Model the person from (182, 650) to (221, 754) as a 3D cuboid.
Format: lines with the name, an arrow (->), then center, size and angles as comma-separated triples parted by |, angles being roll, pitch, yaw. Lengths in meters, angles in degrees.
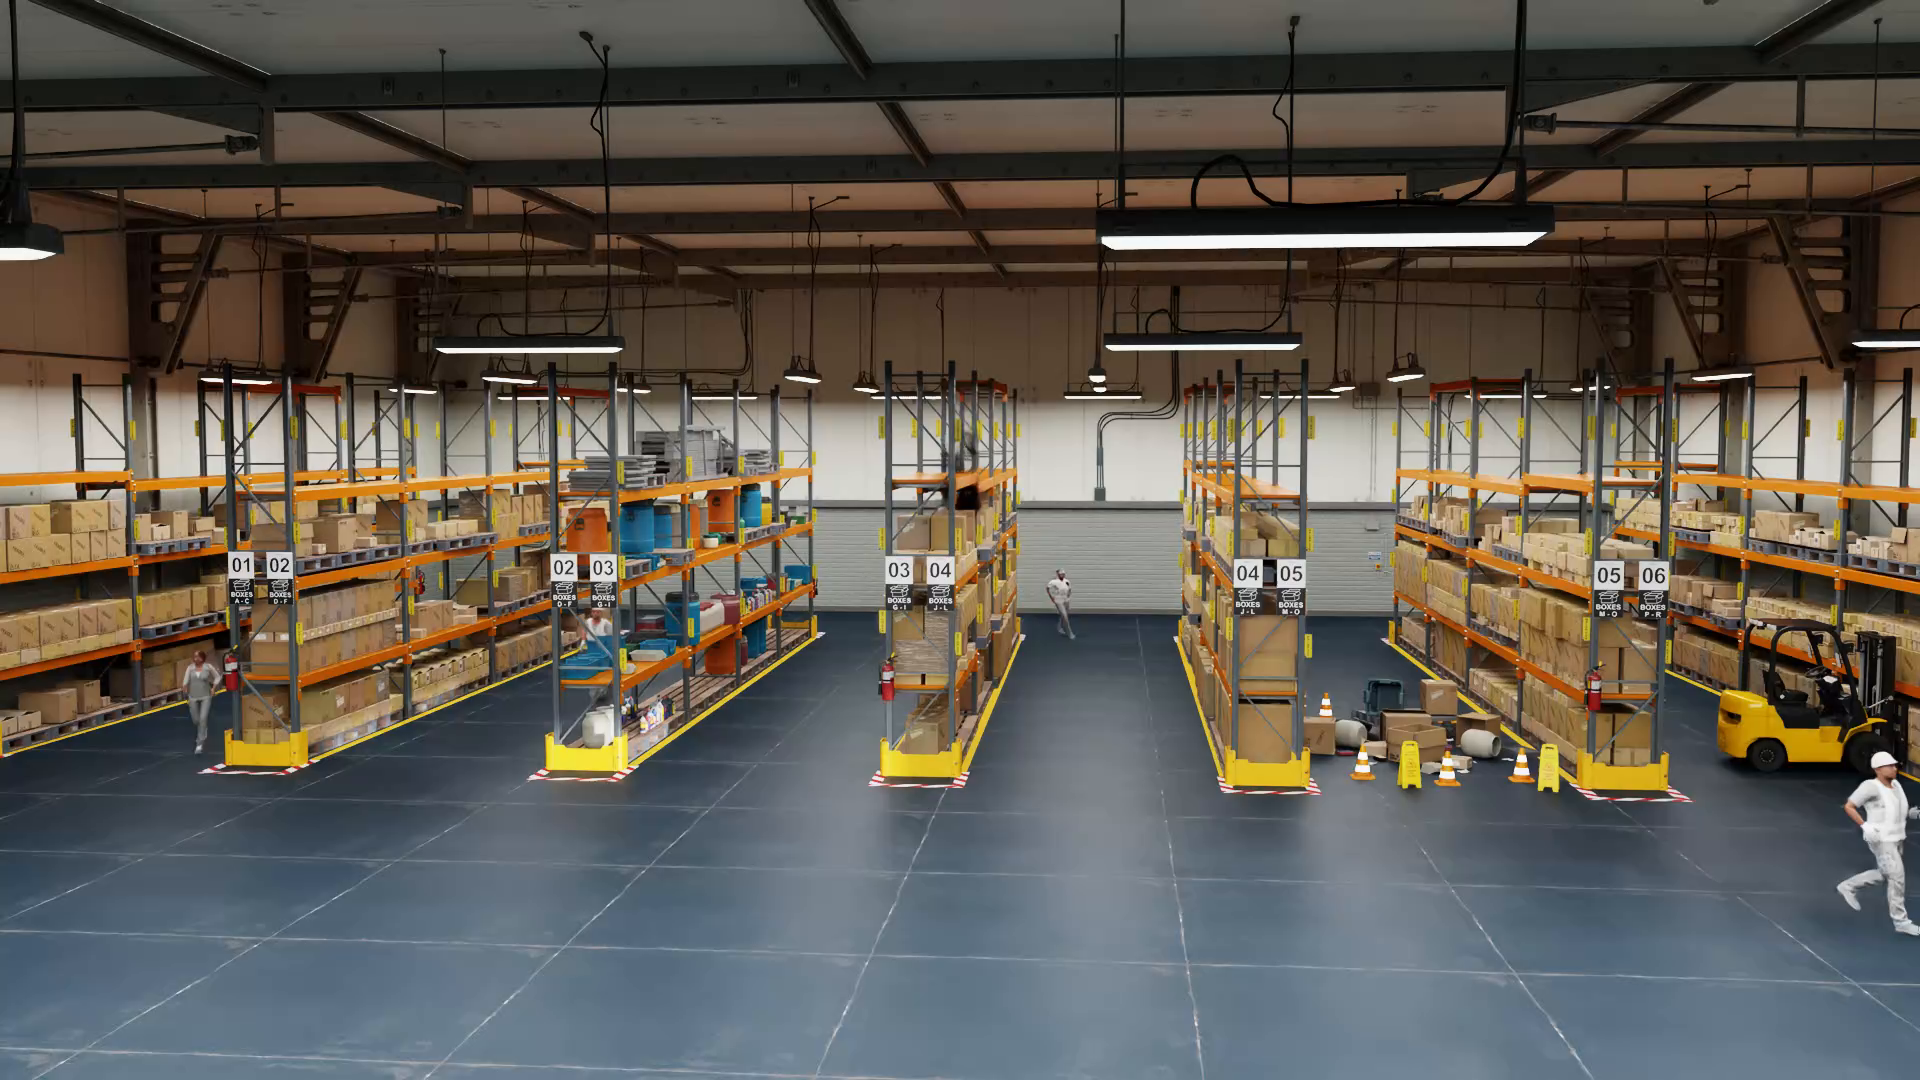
person -> -11.895, 2.507, 26.069 | 0.538, 1.592, 0.812 | -1, 4, -12

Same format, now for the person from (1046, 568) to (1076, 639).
person -> 2.435, 1.514, 40.112 | 0.590, 1.689, 0.919 | -2, 4, -28

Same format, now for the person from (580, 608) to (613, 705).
person -> -6.684, 2.091, 30.617 | 0.643, 1.844, 0.876 | 0, 4, -5

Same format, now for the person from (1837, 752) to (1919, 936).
person -> 9.274, 3.008, 16.709 | 0.695, 1.763, 0.964 | -3, 5, -35
